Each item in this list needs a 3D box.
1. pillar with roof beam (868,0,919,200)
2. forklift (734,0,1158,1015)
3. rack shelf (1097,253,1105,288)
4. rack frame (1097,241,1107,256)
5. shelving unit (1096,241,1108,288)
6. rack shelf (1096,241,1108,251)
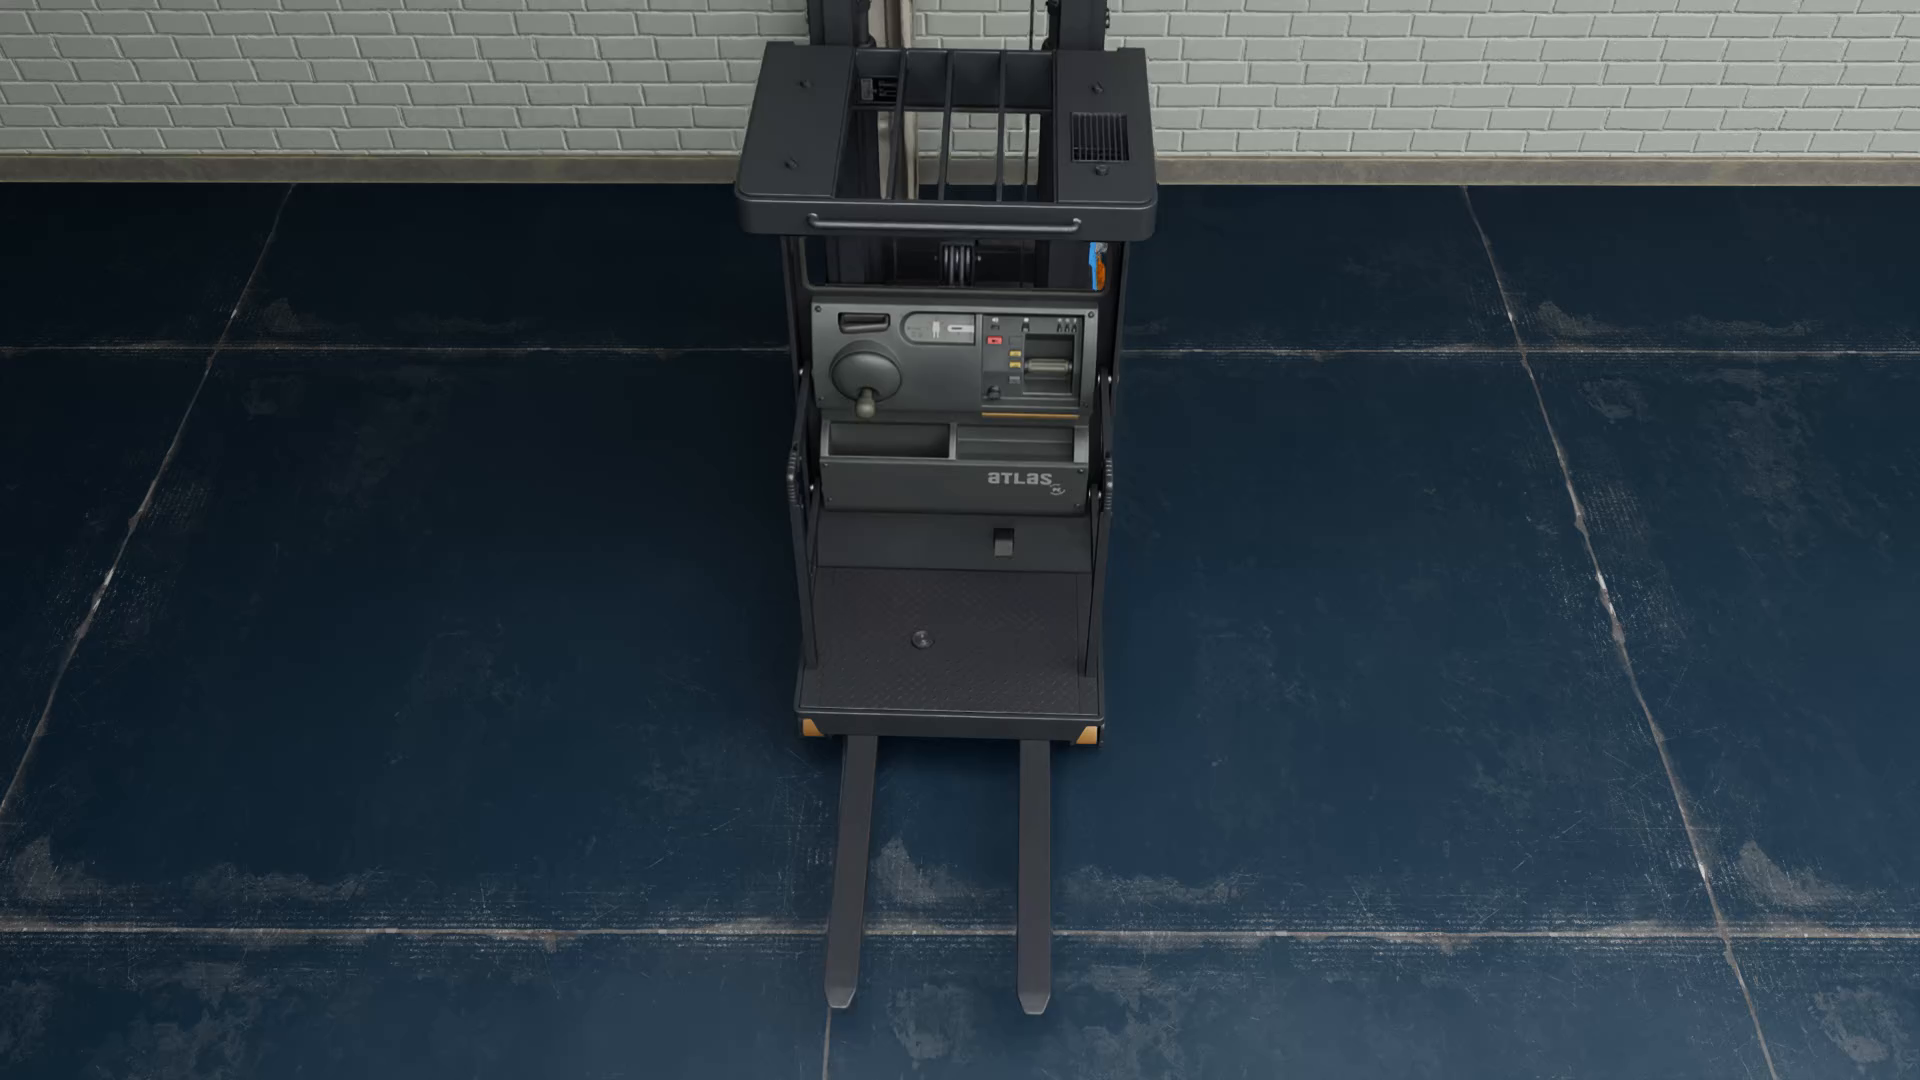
[{"bbox_3d":[-0.428,-1.656,2.225,0.400,9.000,9.100,0,47,0],"label":"pillar with roof beam"},{"bbox_3d":[-0.024,-0.492,5.286,1.130,2.935,3.031,1,47,1],"label":"forklift"},{"bbox_3d":[0.512,-1.050,7.103,0.215,0.259,0.240,-6,47,-5],"label":"rack shelf"},{"bbox_3d":[0.528,-0.969,7.013,0.200,1.050,0.008,-6,47,-5],"label":"rack frame"},{"bbox_3d":[0.512,-1.057,7.096,0.215,1.050,0.252,-6,47,-5],"label":"shelving unit"},{"bbox_3d":[0.509,-1.243,6.895,0.215,0.259,0.240,-6,47,-5],"label":"rack shelf"}]
